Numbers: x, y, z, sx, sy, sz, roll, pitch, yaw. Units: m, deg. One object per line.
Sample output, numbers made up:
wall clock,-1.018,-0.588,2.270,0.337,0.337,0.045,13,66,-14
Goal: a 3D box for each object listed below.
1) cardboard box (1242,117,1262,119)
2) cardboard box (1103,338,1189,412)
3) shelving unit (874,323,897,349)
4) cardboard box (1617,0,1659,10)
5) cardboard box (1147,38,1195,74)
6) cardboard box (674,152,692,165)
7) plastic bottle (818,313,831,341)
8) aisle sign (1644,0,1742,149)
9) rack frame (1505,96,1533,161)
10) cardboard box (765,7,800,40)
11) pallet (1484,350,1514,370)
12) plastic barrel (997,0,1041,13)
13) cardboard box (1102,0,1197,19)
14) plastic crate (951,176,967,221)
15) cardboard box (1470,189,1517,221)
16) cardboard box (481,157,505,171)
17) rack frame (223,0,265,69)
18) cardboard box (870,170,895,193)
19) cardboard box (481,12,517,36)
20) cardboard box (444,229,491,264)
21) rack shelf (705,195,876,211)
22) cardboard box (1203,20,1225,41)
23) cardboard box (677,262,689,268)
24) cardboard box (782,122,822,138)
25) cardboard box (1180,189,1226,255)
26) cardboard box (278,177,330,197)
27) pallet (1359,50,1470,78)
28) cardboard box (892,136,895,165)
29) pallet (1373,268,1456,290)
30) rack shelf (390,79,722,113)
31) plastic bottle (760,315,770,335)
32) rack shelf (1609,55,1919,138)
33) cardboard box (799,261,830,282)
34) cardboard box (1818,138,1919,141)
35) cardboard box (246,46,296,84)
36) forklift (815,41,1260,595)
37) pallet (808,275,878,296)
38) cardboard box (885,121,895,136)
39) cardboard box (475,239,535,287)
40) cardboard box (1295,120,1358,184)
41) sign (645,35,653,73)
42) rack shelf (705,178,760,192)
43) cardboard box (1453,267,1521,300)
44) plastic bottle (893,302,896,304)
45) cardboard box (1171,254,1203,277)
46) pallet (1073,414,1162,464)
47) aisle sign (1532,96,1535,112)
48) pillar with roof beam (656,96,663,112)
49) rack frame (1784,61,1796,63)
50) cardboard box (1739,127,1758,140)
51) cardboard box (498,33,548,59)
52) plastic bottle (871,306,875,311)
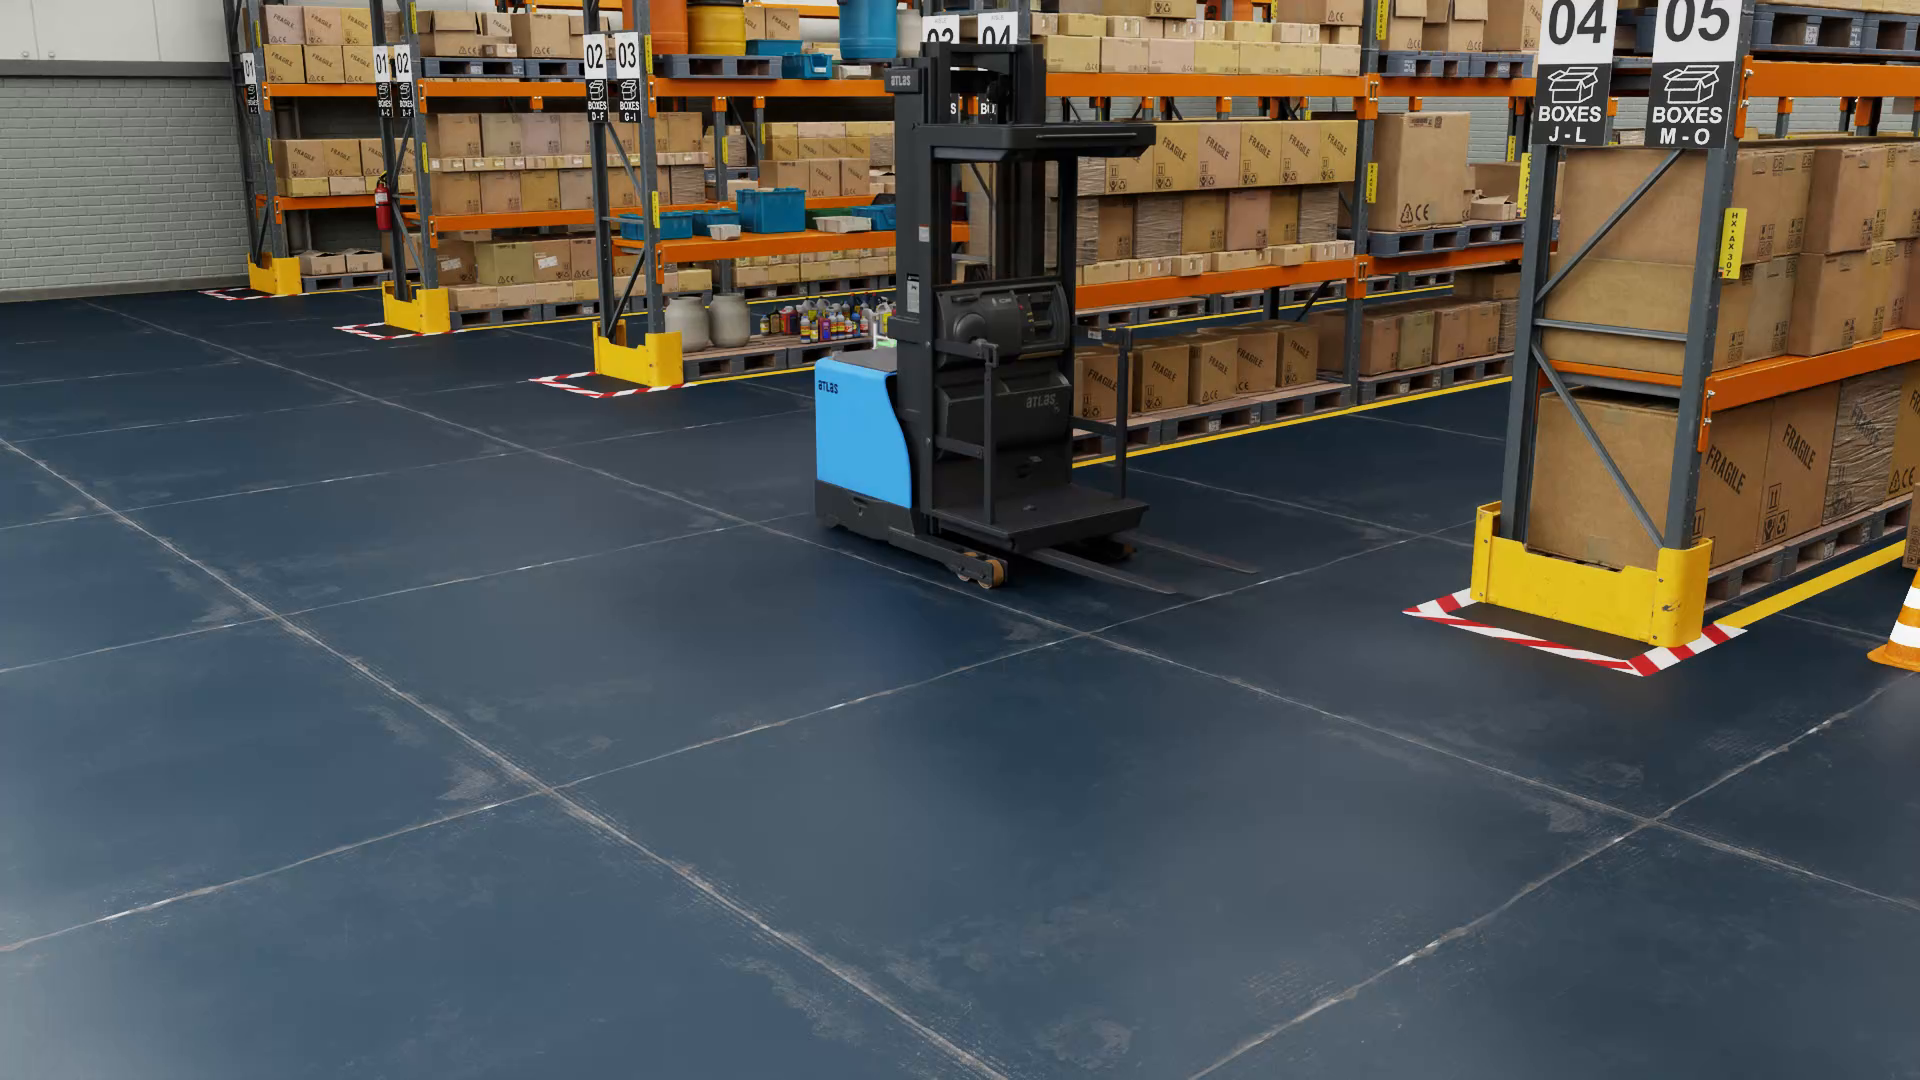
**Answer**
cardboard box,4.753,-6.904,28.151,0.500,0.500,0.500,-12,19,-38
cardboard box,1.502,-1.344,13.499,0.500,0.500,0.500,-10,18,-34
shelving unit,-0.294,-0.856,11.131,0.503,1.200,0.258,-10,18,-34
cardboard box,3.315,-2.755,8.417,0.250,0.149,0.380,-13,20,-39
cardboard box,1.401,-3.616,12.452,0.500,0.250,0.500,-13,20,-40
cardboard box,-3.628,-4.875,21.238,0.250,0.149,0.380,-13,20,-41
plastic bottle,-1.389,-2.182,17.016,0.133,0.283,0.061,-12,19,-38
aisle sign,3.430,-2.239,7.782,0.004,0.787,0.394,-13,19,-39
rack frame,8.926,-5.711,25.817,0.127,3.000,1.000,-13,19,-39
cardboard box,-2.470,-6.782,22.041,0.500,0.500,0.500,-10,18,-34
pallet,5.551,-1.912,16.999,1.213,0.211,1.003,-13,19,-39
plastic barrel,0.608,-5.608,18.650,0.600,0.901,0.600,0,15,0
cardboard box,1.404,-4.118,12.301,0.500,0.500,0.500,-13,20,-40
plastic crate,0.037,-3.850,18.728,0.583,0.464,0.402,-13,19,-39
cardboard box,5.061,-3.194,15.842,0.258,0.266,0.396,-13,20,-41
cardboard box,-5.569,-4.439,19.604,0.250,0.149,0.380,-13,19,-39
rack frame,-9.648,-7.827,22.116,0.127,3.000,1.000,-13,19,-39
cardboard box,-1.160,-5.164,23.941,0.500,0.311,0.500,-13,20,-40
cardboard box,-6.830,-7.459,24.380,0.500,0.500,0.500,14,20,42
cardboard box,-7.387,-4.428,25.005,0.500,0.500,0.500,14,21,43
rack shelf,-1.867,-4.634,23.180,4.000,0.370,1.077,-13,19,-39
cardboard box,1.817,-3.919,12.814,0.250,0.149,0.380,-14,20,-41
cardboard box,-3.931,-3.862,21.957,0.500,0.500,0.500,-13,19,-39
cardboard box,-2.696,-6.966,28.255,0.500,0.250,0.500,-13,20,-40
cardboard box,1.629,-2.583,13.336,0.500,0.500,0.875,-13,19,-39
cardboard box,-9.071,-4.887,22.985,0.500,0.250,0.500,-13,20,-41
pallet,3.660,-4.156,14.548,1.003,0.211,1.213,-13,19,-39
cardboard box,-1.156,-6.948,29.639,0.500,0.500,0.500,-12,19,-39
pallet,6.437,-3.818,24.134,1.213,0.211,1.003,-13,19,-39
rack shelf,-4.885,-5.406,20.256,4.000,0.370,1.077,-13,19,-39
plastic bottle,-2.047,-2.257,17.458,0.097,0.201,0.097,0,15,0
rack shelf,4.795,-2.494,9.355,4.000,0.370,1.077,-13,19,-39
cardboard box,-2.133,-3.712,22.848,0.500,0.250,0.500,-13,20,-41
cardboard box,5.664,-2.153,10.116,0.550,0.550,0.875,-13,19,-39
cardboard box,-9.499,-6.556,22.937,0.500,0.500,0.500,-11,18,-35
forklift,0.387,-1.289,9.397,1.130,2.935,3.031,-11,19,-37
pallet,-1.925,-3.636,23.452,1.213,0.211,1.003,-13,19,-39
cardboard box,-1.172,-7.312,29.550,0.500,0.250,0.500,-12,19,-38
cardboard box,-5.467,-3.335,19.982,0.500,0.500,0.500,-13,19,-39
cardboard box,2.965,-3.259,13.930,0.500,0.500,0.500,-13,19,-39
sign,-2.787,-4.346,14.878,0.005,0.325,0.100,-13,19,-39
rack shelf,-5.122,-5.598,26.788,4.000,0.370,1.077,-13,19,-39
cardboard box,5.263,-2.547,16.512,0.500,0.250,0.500,-10,18,-33
plastic bottle,-0.732,-2.553,18.564,0.097,0.201,0.097,0,15,0
cardboard box,1.674,-2.152,12.980,0.250,0.149,0.380,-13,19,-39
pallet,0.800,-0.832,12.957,1.213,0.211,1.003,-13,19,-39
aisle sign,8.785,-7.037,25.743,0.004,0.787,0.394,-13,19,-39
pillar with roof beam,-2.335,-8.293,23.858,0.400,9.000,9.100,-13,19,-39
rack frame,9.159,-6.967,18.896,0.127,3.000,1.000,-13,19,-39
cardboard box,8.683,-4.492,19.117,0.637,0.503,0.797,-13,20,-41
cardboard box,-5.278,-5.982,20.109,0.500,0.311,0.500,-10,18,-33
plastic bottle,-0.899,-2.341,17.613,0.133,0.283,0.061,-13,19,-39
